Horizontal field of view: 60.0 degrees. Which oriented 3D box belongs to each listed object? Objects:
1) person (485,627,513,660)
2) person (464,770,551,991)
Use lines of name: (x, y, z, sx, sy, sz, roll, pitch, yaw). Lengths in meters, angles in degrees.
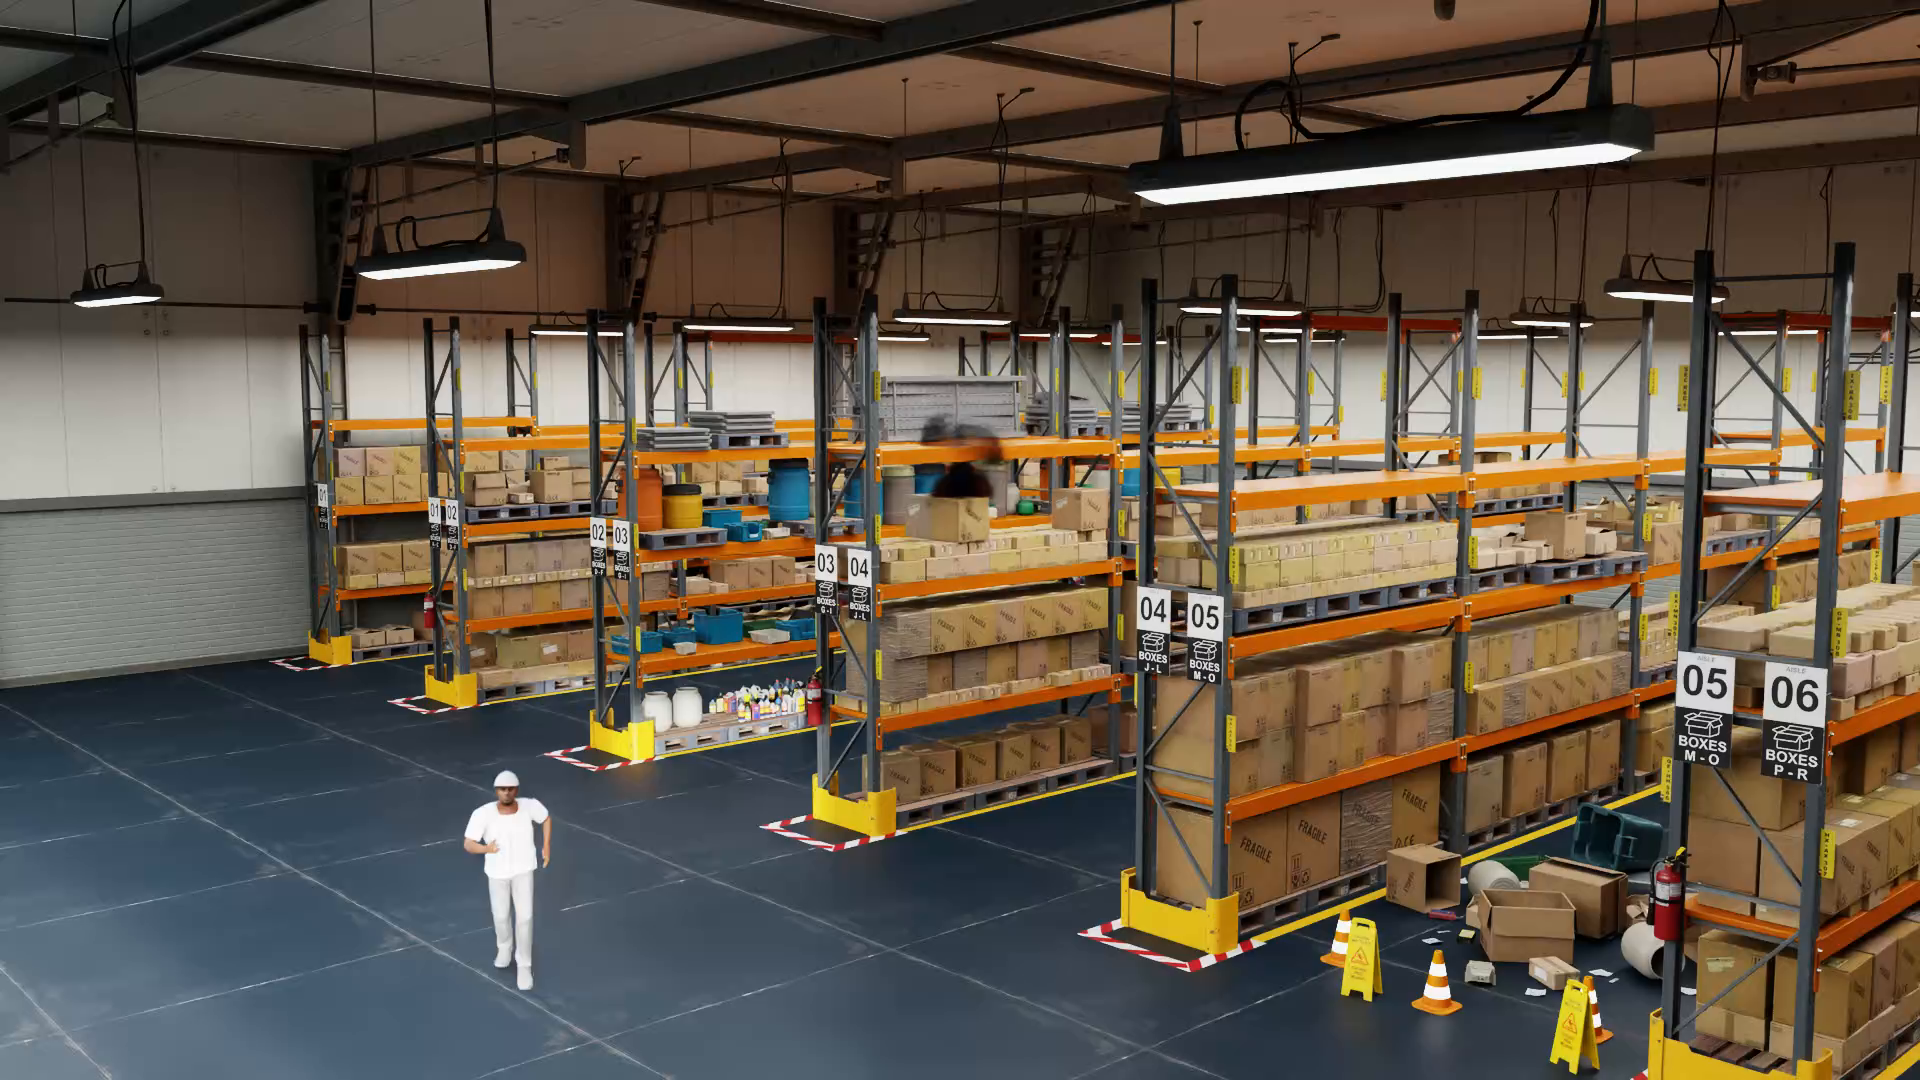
person: (-7.865, 1.406, 28.513, 0.632, 1.806, 0.724, 3, 6, 27)
person: (-3.839, 2.856, 14.155, 0.720, 1.834, 0.787, -1, 6, -14)
